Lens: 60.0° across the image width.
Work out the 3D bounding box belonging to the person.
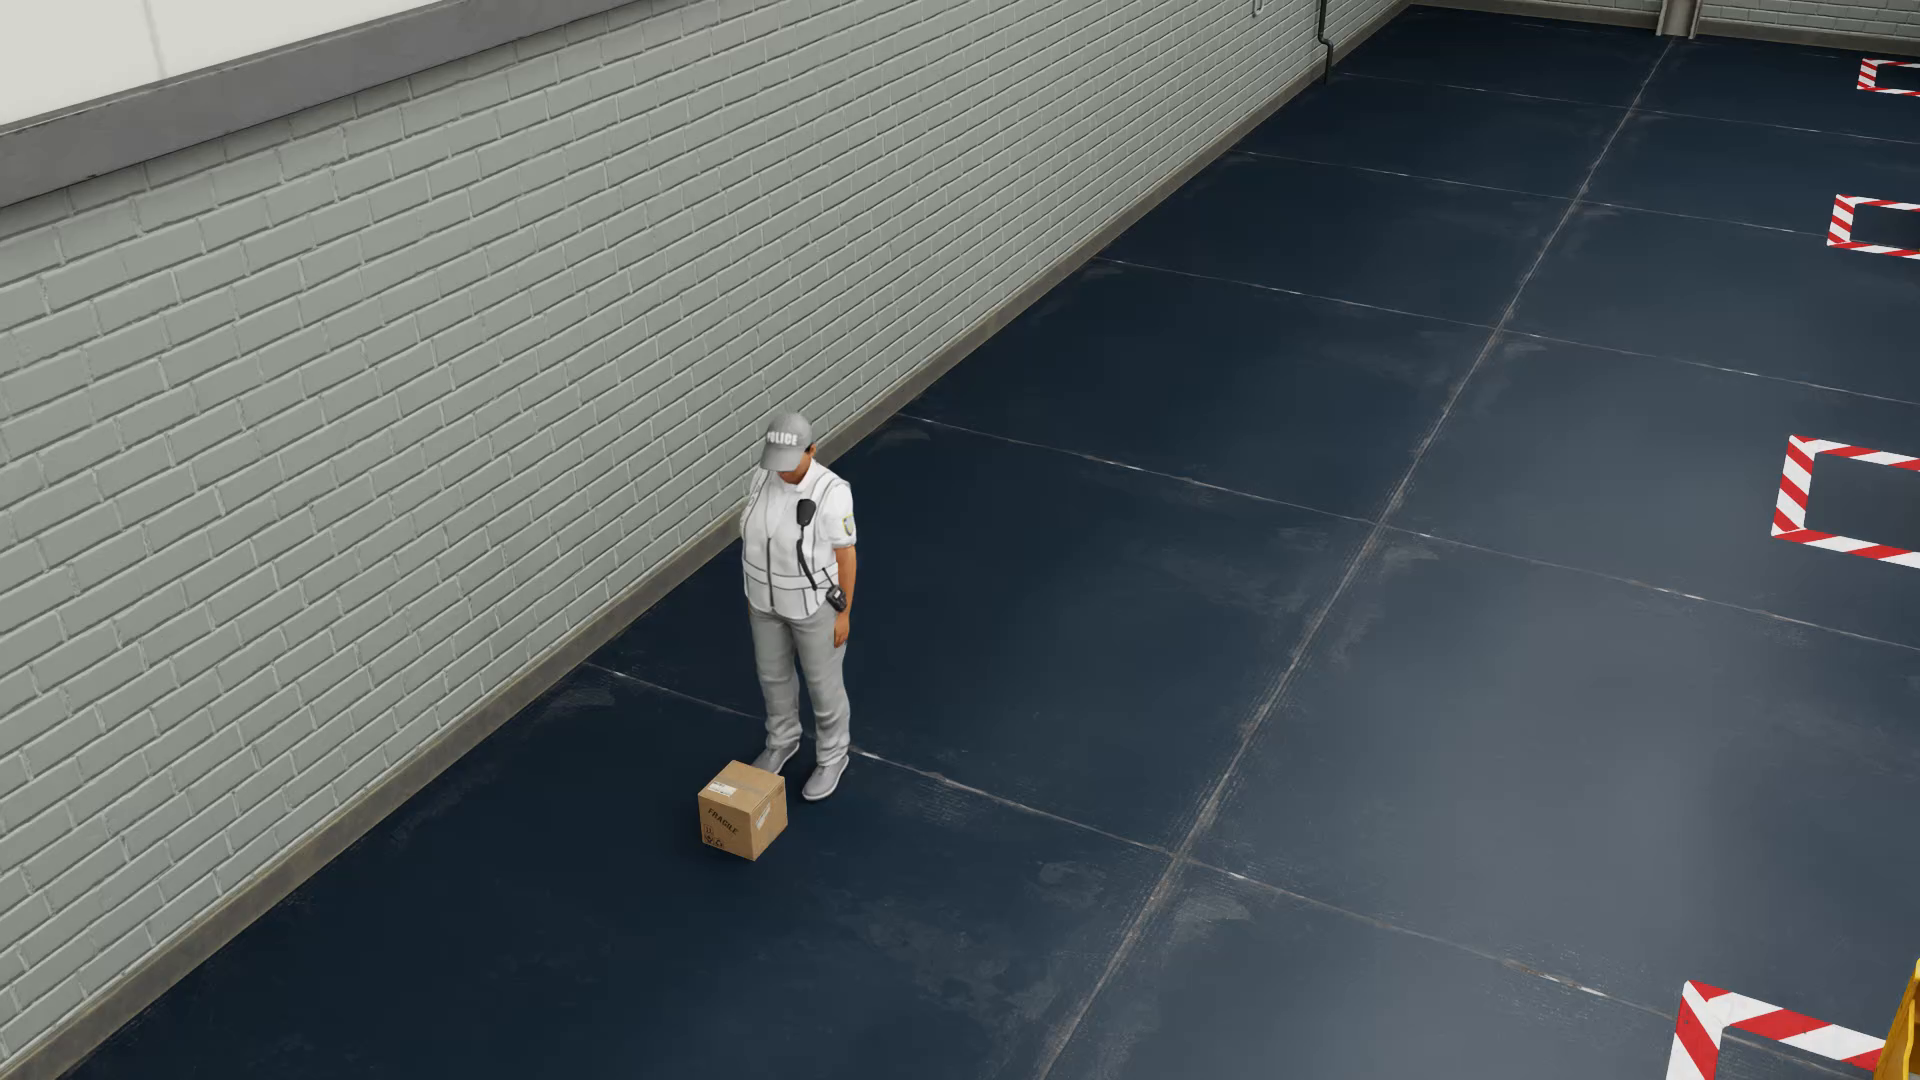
[{"bbox_3d":[-0.647,0.258,6.674,0.483,1.675,0.393,15,33,24],"label":"person"}]
